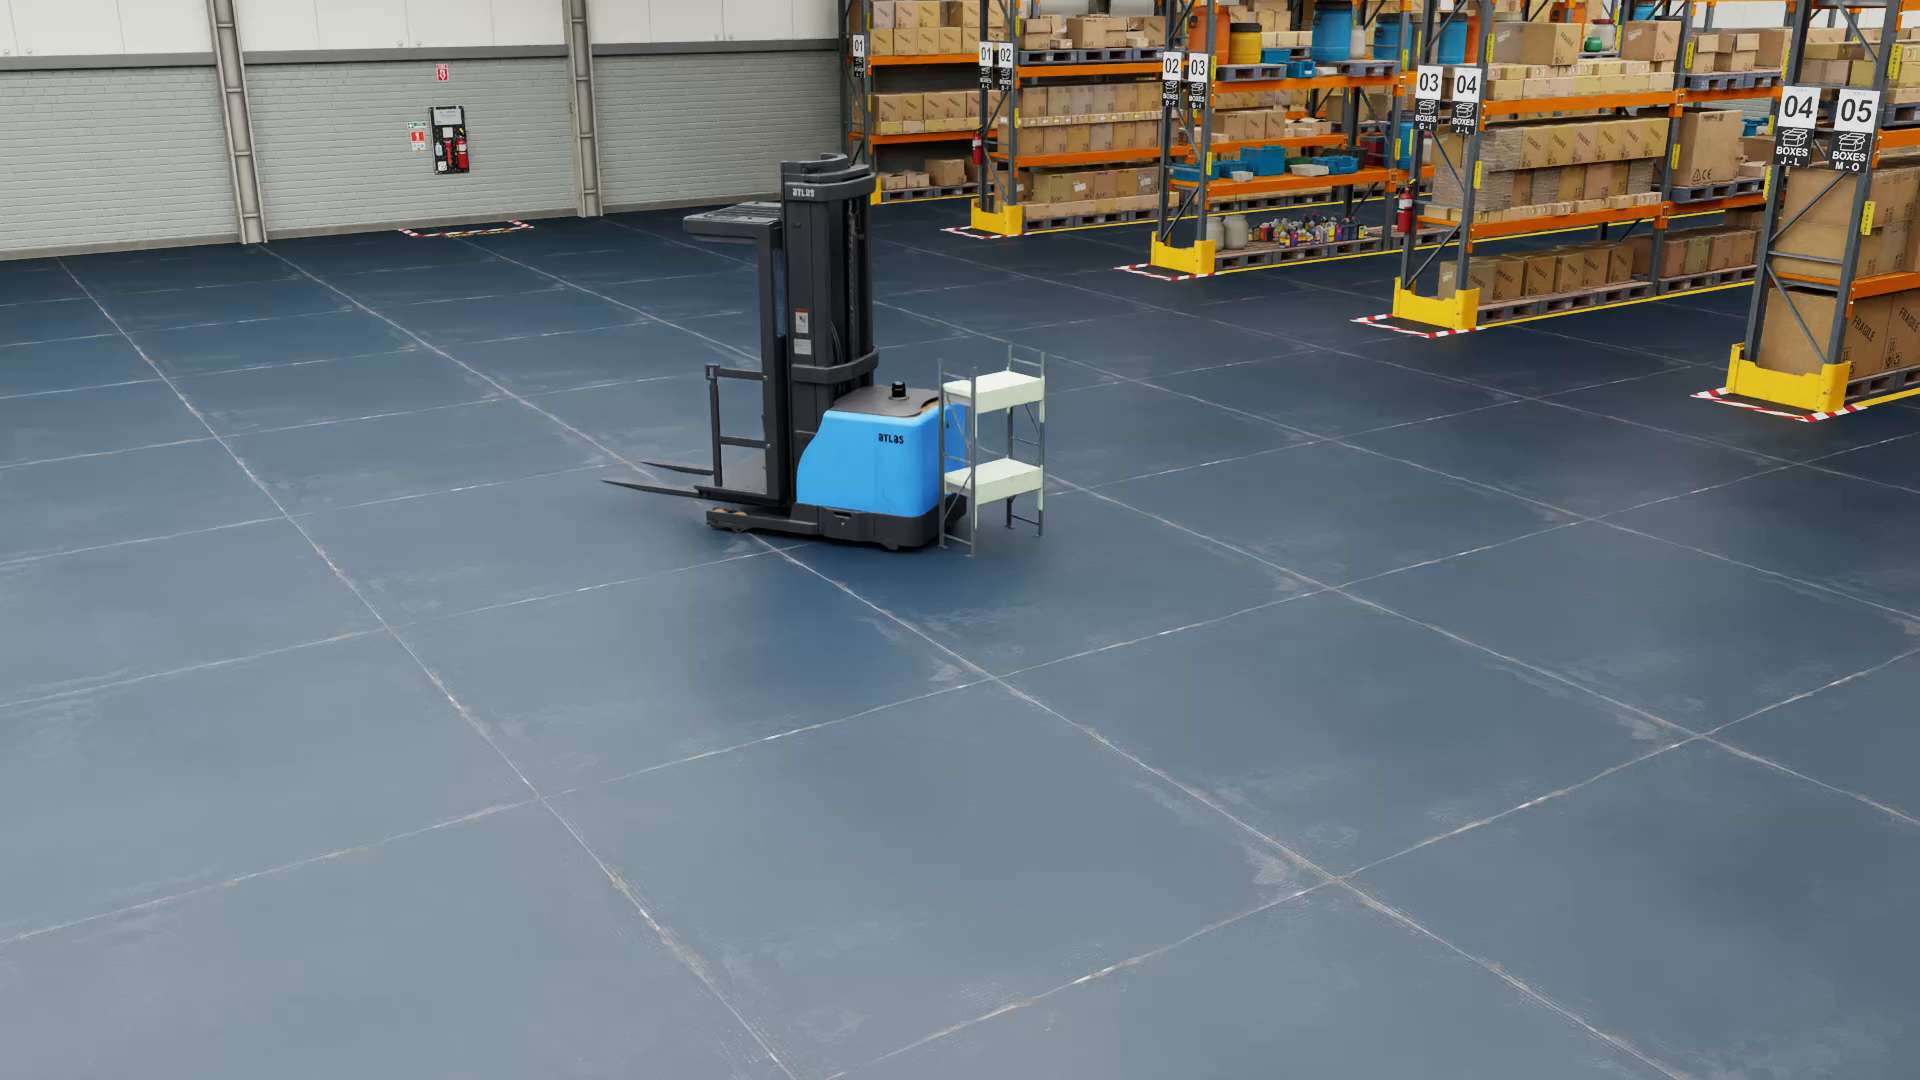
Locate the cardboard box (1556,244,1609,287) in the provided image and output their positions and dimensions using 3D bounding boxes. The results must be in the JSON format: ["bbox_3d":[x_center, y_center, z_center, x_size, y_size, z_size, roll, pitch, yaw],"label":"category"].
[{"bbox_3d":[8.618,-3.814,23.090,0.500,0.500,0.500,-5,19,-14],"label":"cardboard box"}]

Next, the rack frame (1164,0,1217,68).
[{"bbox_3d":[3.384,-8.424,24.112,0.127,3.000,1.000,-12,22,-31],"label":"rack frame"}]

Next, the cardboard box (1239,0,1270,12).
[{"bbox_3d":[6.697,-12.157,37.823,0.500,0.250,0.500,-13,22,-33],"label":"cardboard box"}]

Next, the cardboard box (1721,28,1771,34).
[{"bbox_3d":[11.413,-7.179,24.176,0.500,0.500,0.500,-13,22,-33],"label":"cardboard box"}]

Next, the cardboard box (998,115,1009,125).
[{"bbox_3d":[0.877,-7.381,29.224,0.250,0.149,0.380,-12,22,-32],"label":"cardboard box"}]

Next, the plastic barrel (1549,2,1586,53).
[{"bbox_3d":[10.541,-8.914,28.918,0.708,0.830,0.600,-12,22,-31],"label":"plastic barrel"}]

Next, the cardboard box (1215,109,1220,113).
[{"bbox_3d":[5.645,-9.671,37.529,0.250,0.149,0.380,-12,22,-32],"label":"cardboard box"}]

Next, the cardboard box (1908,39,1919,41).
[{"bbox_3d":[10.330,-5.302,17.897,0.250,0.149,0.380,-12,22,-32],"label":"cardboard box"}]

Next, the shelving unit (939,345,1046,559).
[{"bbox_3d":[0.250,-0.696,12.960,0.755,1.500,0.431,-16,24,-39],"label":"shelving unit"}]

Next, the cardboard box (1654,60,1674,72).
[{"bbox_3d":[9.336,-6.366,22.320,0.250,0.149,0.380,-11,22,-30],"label":"cardboard box"}]

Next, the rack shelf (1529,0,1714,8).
[{"bbox_3d":[11.735,-9.655,29.502,4.000,0.370,1.077,-12,22,-31],"label":"rack shelf"}]

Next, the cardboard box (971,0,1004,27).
[{"bbox_3d":[0.552,-10.628,33.565,0.500,0.500,0.500,-11,21,-28],"label":"cardboard box"}]

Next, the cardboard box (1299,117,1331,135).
[{"bbox_3d":[7.016,-8.222,33.022,0.500,0.311,0.500,-10,21,-28],"label":"cardboard box"}]

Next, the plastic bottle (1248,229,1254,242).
[{"bbox_3d":[4.676,-4.906,26.755,0.097,0.201,0.097,0,19,0],"label":"plastic bottle"}]

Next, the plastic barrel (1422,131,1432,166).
[{"bbox_3d":[7.644,-6.461,27.460,0.433,0.535,0.433,0,19,0],"label":"plastic barrel"}]

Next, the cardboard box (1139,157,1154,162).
[{"bbox_3d":[4.044,-8.525,36.993,0.500,0.500,0.700,-12,22,-31],"label":"cardboard box"}]

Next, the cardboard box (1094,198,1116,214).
[{"bbox_3d":[2.486,-6.103,30.251,0.500,0.250,0.500,-12,22,-31],"label":"cardboard box"}]

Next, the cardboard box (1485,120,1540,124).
[{"bbox_3d":[7.264,-5.259,21.936,0.500,0.500,0.500,-12,22,-31],"label":"cardboard box"}]

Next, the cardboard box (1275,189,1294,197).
[{"bbox_3d":[6.188,-6.876,32.537,0.500,0.250,0.500,-11,22,-30],"label":"cardboard box"}]

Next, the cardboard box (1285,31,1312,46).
[{"bbox_3d":[6.568,-9.674,32.070,0.500,0.250,0.500,-11,22,-30],"label":"cardboard box"}]

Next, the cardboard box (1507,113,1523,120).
[{"bbox_3d":[11.686,-9.177,35.550,0.500,0.500,0.500,-11,22,-30],"label":"cardboard box"}]

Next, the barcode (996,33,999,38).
[{"bbox_3d":[0.649,-8.786,28.960,0.075,0.075,0.001,-12,22,-31],"label":"barcode"}]

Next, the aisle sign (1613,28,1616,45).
[{"bbox_3d":[14.251,-10.888,36.707,0.004,0.787,0.394,-12,22,-31],"label":"aisle sign"}]

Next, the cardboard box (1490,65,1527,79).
[{"bbox_3d":[6.878,-5.880,20.882,0.250,0.149,0.380,-12,22,-32],"label":"cardboard box"}]

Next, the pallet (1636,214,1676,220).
[{"bbox_3d":[12.738,-6.250,31.403,1.213,0.211,1.003,-12,22,-31],"label":"pallet"}]

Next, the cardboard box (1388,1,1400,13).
[{"bbox_3d":[8.564,-10.514,33.259,0.500,0.500,0.500,-12,22,-31],"label":"cardboard box"}]

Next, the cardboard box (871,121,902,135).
[{"bbox_3d":[-1.483,-8.172,32.935,0.500,0.250,0.500,-13,22,-33],"label":"cardboard box"}]

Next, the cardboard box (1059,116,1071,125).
[{"bbox_3d":[1.749,-7.409,29.307,0.250,0.149,0.380,-12,22,-32],"label":"cardboard box"}]

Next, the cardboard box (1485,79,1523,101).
[{"bbox_3d":[6.652,-5.623,20.745,0.500,0.250,0.500,-11,22,-30],"label":"cardboard box"}]

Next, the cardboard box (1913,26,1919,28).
[{"bbox_3d":[15.651,-7.934,26.533,0.500,0.500,0.700,-11,22,-30],"label":"cardboard box"}]

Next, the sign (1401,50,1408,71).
[{"bbox_3d":[7.018,-7.563,26.234,0.005,0.325,0.100,-12,22,-31],"label":"sign"}]

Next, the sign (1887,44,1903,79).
[{"bbox_3d":[9.051,-4.636,16.102,0.005,0.325,0.100,-12,22,-31],"label":"sign"}]

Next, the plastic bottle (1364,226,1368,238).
[{"bbox_3d":[6.593,-5.022,27.099,0.097,0.201,0.097,0,19,0],"label":"plastic bottle"}]

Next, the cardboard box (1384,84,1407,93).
[{"bbox_3d":[10.276,-10.969,40.538,0.700,0.700,0.980,-12,22,-32],"label":"cardboard box"}]

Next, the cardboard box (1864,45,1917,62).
[{"bbox_3d":[9.205,-4.813,16.448,0.250,0.149,0.380,-12,22,-31],"label":"cardboard box"}]

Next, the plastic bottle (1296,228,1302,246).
[{"bbox_3d":[5.355,-4.795,26.316,0.097,0.271,0.097,0,19,0],"label":"plastic bottle"}]

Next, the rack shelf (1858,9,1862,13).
[{"bbox_3d":[14.459,-8.331,25.583,4.000,0.370,1.077,-12,22,-31],"label":"rack shelf"}]

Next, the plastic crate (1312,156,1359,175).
[{"bbox_3d":[5.949,-5.949,26.390,0.616,0.251,0.499,-12,22,-31],"label":"plastic crate"}]

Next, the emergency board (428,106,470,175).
[{"bbox_3d":[-9.052,-7.105,29.577,0.643,1.169,0.194,-12,22,-31],"label":"emergency board"}]

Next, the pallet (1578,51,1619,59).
[{"bbox_3d":[10.758,-8.431,29.112,1.213,0.211,1.003,-12,22,-31],"label":"pallet"}]

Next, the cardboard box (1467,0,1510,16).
[{"bbox_3d":[11.070,-11.059,34.873,0.500,0.500,0.700,-12,22,-31],"label":"cardboard box"}]

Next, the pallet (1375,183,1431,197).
[{"bbox_3d":[9.006,-7.331,34.600,1.213,0.211,1.003,-12,22,-31],"label":"pallet"}]

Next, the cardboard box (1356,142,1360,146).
[{"bbox_3d":[9.489,-9.642,40.330,0.500,0.500,0.700,-11,22,-30],"label":"cardboard box"}]

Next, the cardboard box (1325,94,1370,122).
[{"bbox_3d":[7.808,-8.704,33.496,0.700,0.500,0.500,14,23,35],"label":"cardboard box"}]

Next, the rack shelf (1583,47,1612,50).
[{"bbox_3d":[12.355,-10.454,35.923,4.000,0.370,1.077,-12,22,-31],"label":"rack shelf"}]

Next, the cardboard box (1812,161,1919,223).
[{"bbox_3d":[9.491,-3.672,17.503,0.550,0.550,0.875,-12,22,-31],"label":"cardboard box"}]

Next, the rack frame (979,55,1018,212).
[{"bbox_3d":[0.662,-6.908,28.994,0.127,3.000,1.000,-12,22,-31],"label":"rack frame"}]

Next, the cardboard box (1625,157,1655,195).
[{"bbox_3d":[9.038,-5.088,22.989,0.500,0.500,0.875,-12,22,-31],"label":"cardboard box"}]

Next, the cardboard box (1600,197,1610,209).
[{"bbox_3d":[8.546,-4.574,22.484,0.250,0.149,0.380,-12,22,-31],"label":"cardboard box"}]

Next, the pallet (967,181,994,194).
[{"bbox_3d":[0.734,-7.488,35.064,1.213,0.211,1.003,-12,22,-31],"label":"pallet"}]

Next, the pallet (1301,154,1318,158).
[{"bbox_3d":[8.635,-9.138,39.945,1.213,0.211,1.003,-12,22,-31],"label":"pallet"}]

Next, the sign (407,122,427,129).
[{"bbox_3d":[-9.562,-7.302,29.275,0.331,0.109,0.001,-12,22,-31],"label":"sign"}]

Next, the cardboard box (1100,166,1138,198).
[{"bbox_3d":[2.897,-6.550,30.402,0.500,0.500,0.500,-12,22,-31],"label":"cardboard box"}]

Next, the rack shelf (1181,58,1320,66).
[{"bbox_3d":[5.673,-9.045,31.755,4.000,0.370,1.077,-12,22,-31],"label":"rack shelf"}]

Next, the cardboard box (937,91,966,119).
[{"bbox_3d":[-0.223,-8.797,33.615,0.500,0.500,0.500,-11,22,-30],"label":"cardboard box"}]

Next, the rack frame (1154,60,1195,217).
[{"bbox_3d":[4.003,-7.612,31.078,0.127,3.000,1.000,-12,22,-31],"label":"rack frame"}]

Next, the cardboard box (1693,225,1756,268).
[{"bbox_3d":[11.314,-4.365,24.688,0.500,0.500,0.700,-10,21,-27],"label":"cardboard box"}]

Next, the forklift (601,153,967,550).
[{"bbox_3d":[-1.513,-1.597,13.392,3.031,2.935,1.130,8,20,21],"label":"forklift"}]

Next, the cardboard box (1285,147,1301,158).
[{"bbox_3d":[7.486,-9.377,38.999,0.750,0.750,0.750,-12,22,-31],"label":"cardboard box"}]
